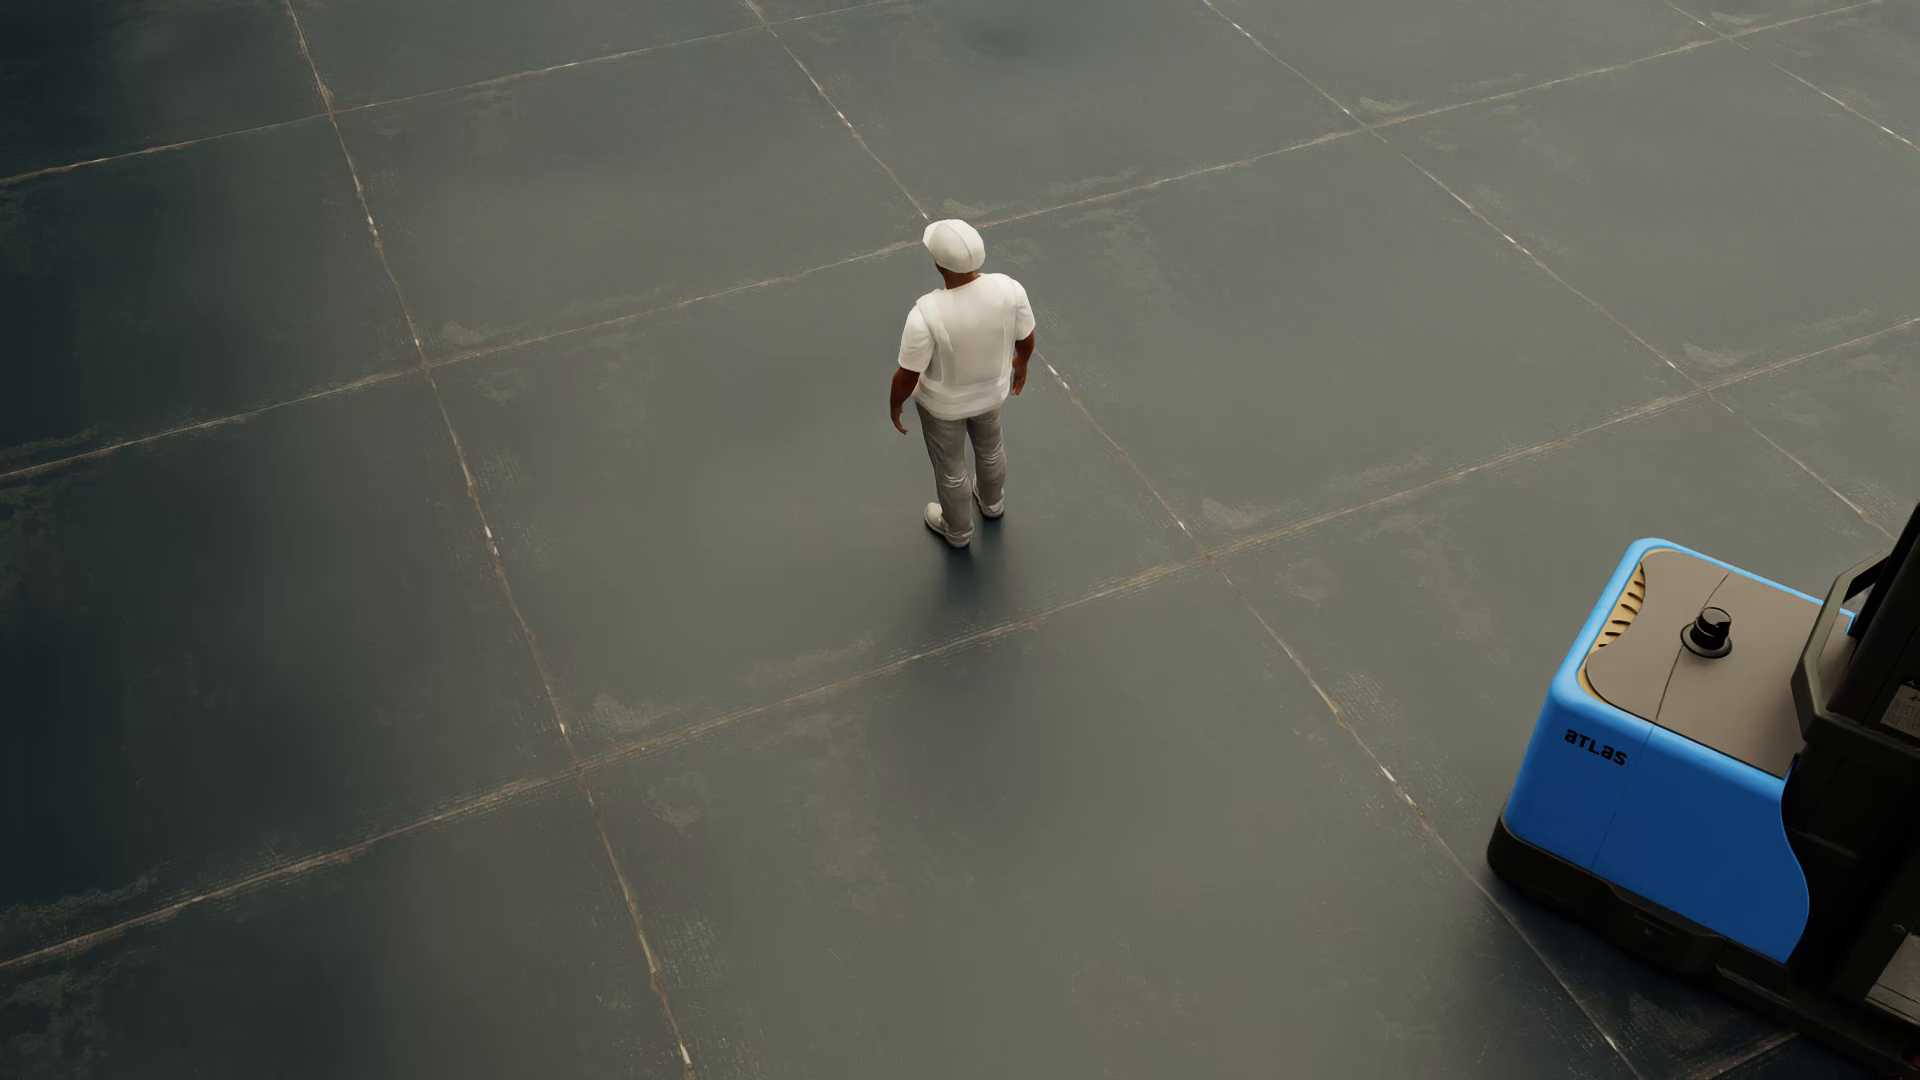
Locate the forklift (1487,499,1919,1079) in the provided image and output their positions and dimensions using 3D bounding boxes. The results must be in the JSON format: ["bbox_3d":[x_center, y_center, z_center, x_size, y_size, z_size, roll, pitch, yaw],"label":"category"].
[{"bbox_3d":[3.534,0.522,5.121,3.031,2.935,1.130,25,49,24],"label":"forklift"}]

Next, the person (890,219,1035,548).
[{"bbox_3d":[-0.024,-0.696,7.269,0.665,1.768,0.575,-18,46,-18],"label":"person"}]
